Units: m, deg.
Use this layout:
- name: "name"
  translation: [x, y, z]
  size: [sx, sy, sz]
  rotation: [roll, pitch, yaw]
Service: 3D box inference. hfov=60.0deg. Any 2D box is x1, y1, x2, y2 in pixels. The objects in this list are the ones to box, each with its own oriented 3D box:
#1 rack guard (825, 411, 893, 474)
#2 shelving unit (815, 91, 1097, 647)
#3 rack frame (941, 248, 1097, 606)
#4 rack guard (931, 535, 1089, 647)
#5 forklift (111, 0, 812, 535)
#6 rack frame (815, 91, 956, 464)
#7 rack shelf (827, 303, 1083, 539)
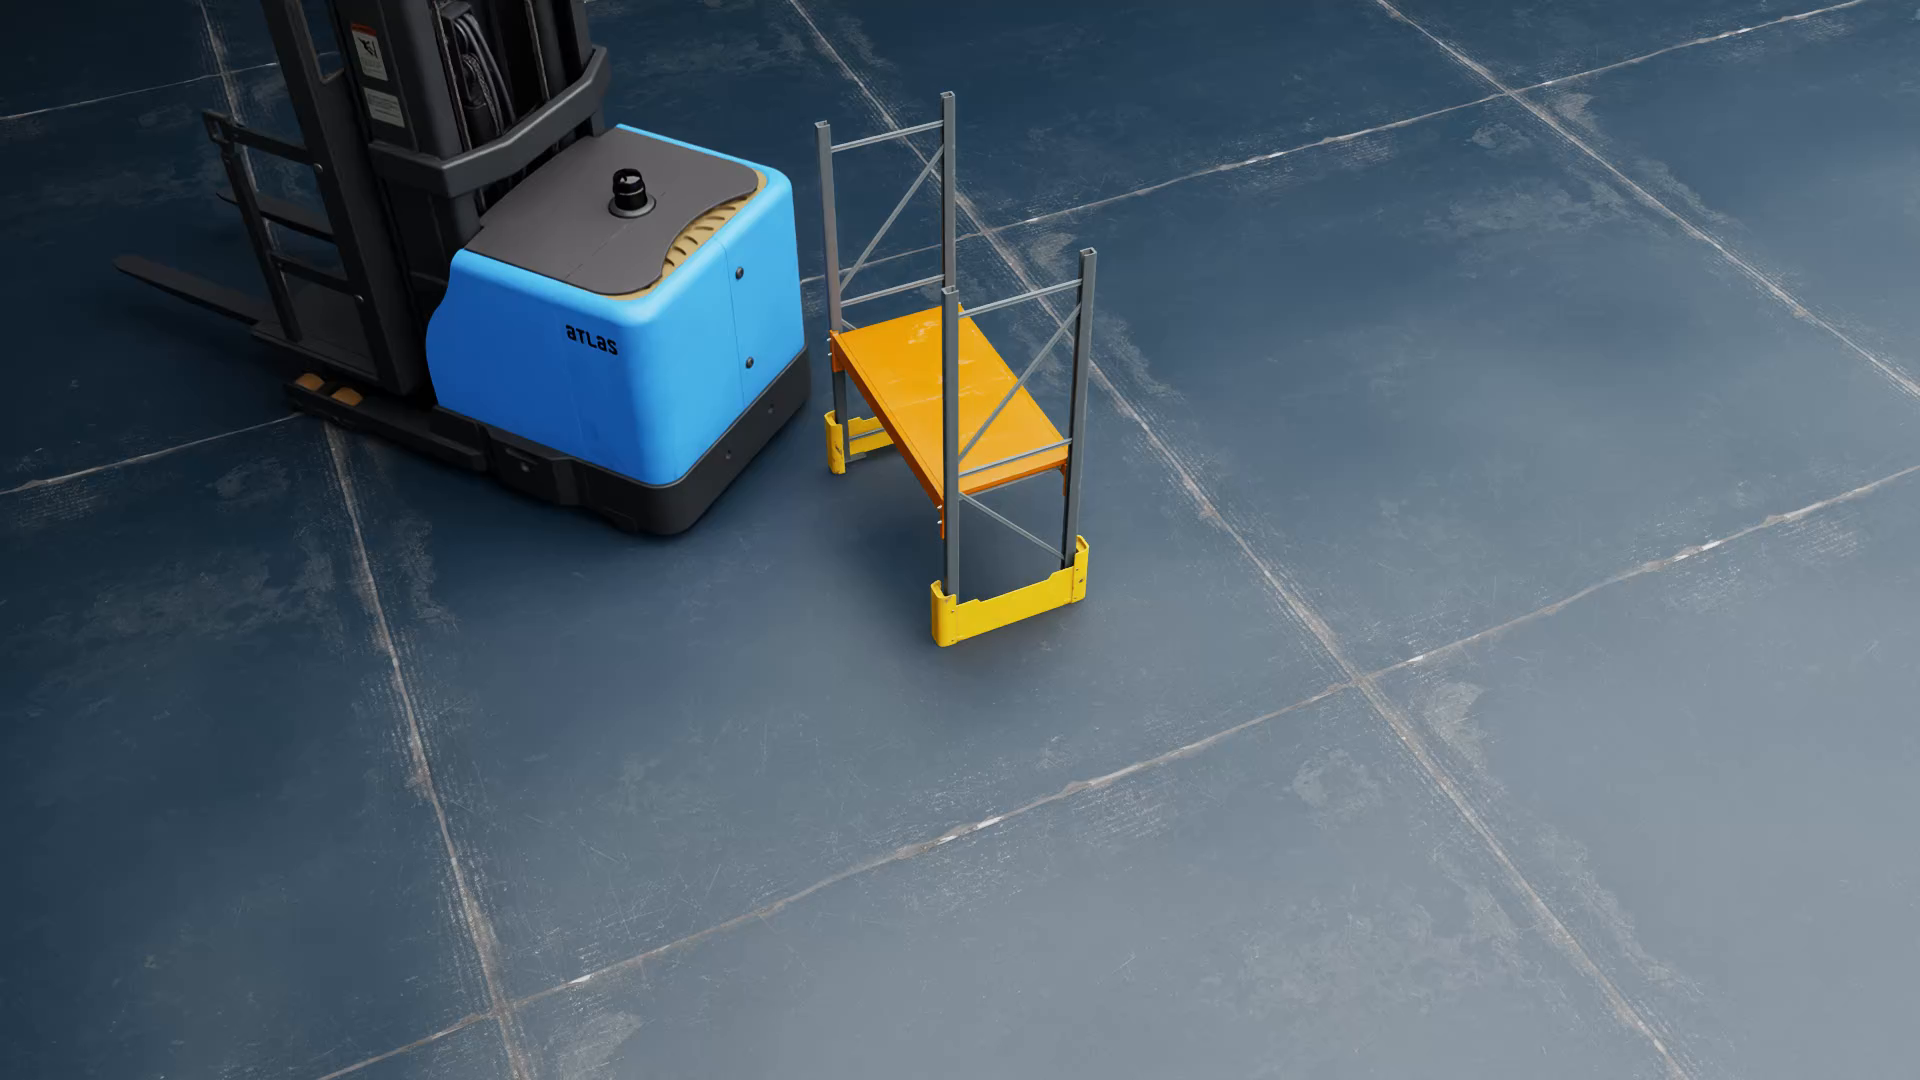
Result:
- name: "rack guard"
  translation: [-0.241, -0.455, 6.533]
  size: [0.587, 0.250, 0.087]
  rotation: [-18, 47, -17]
- name: "shelving unit"
  translation: [-0.032, -0.582, 5.772]
  size: [0.587, 1.500, 1.083]
  rotation: [-18, 47, -17]
- name: "rack frame"
  translation: [0.178, -0.264, 5.450]
  size: [0.500, 1.500, 0.032]
  rotation: [-18, 47, -17]
- name: "rack guard"
  translation: [0.177, 0.180, 5.890]
  size: [0.587, 0.250, 0.087]
  rotation: [-18, 47, -17]
- name: "forklift"
  translation: [-2.151, -1.799, 5.987]
  size: [3.031, 2.935, 1.130]
  rotation: [20, 48, 19]
- name: "rack frame"
  translation: [-0.250, -0.912, 6.107]
  size: [0.500, 1.500, 0.032]
  rotation: [-18, 47, -17]
- name: "rack shelf"
  translation: [-0.036, -0.460, 5.905]
  size: [0.538, 0.185, 1.000]
  rotation: [-18, 47, -17]
